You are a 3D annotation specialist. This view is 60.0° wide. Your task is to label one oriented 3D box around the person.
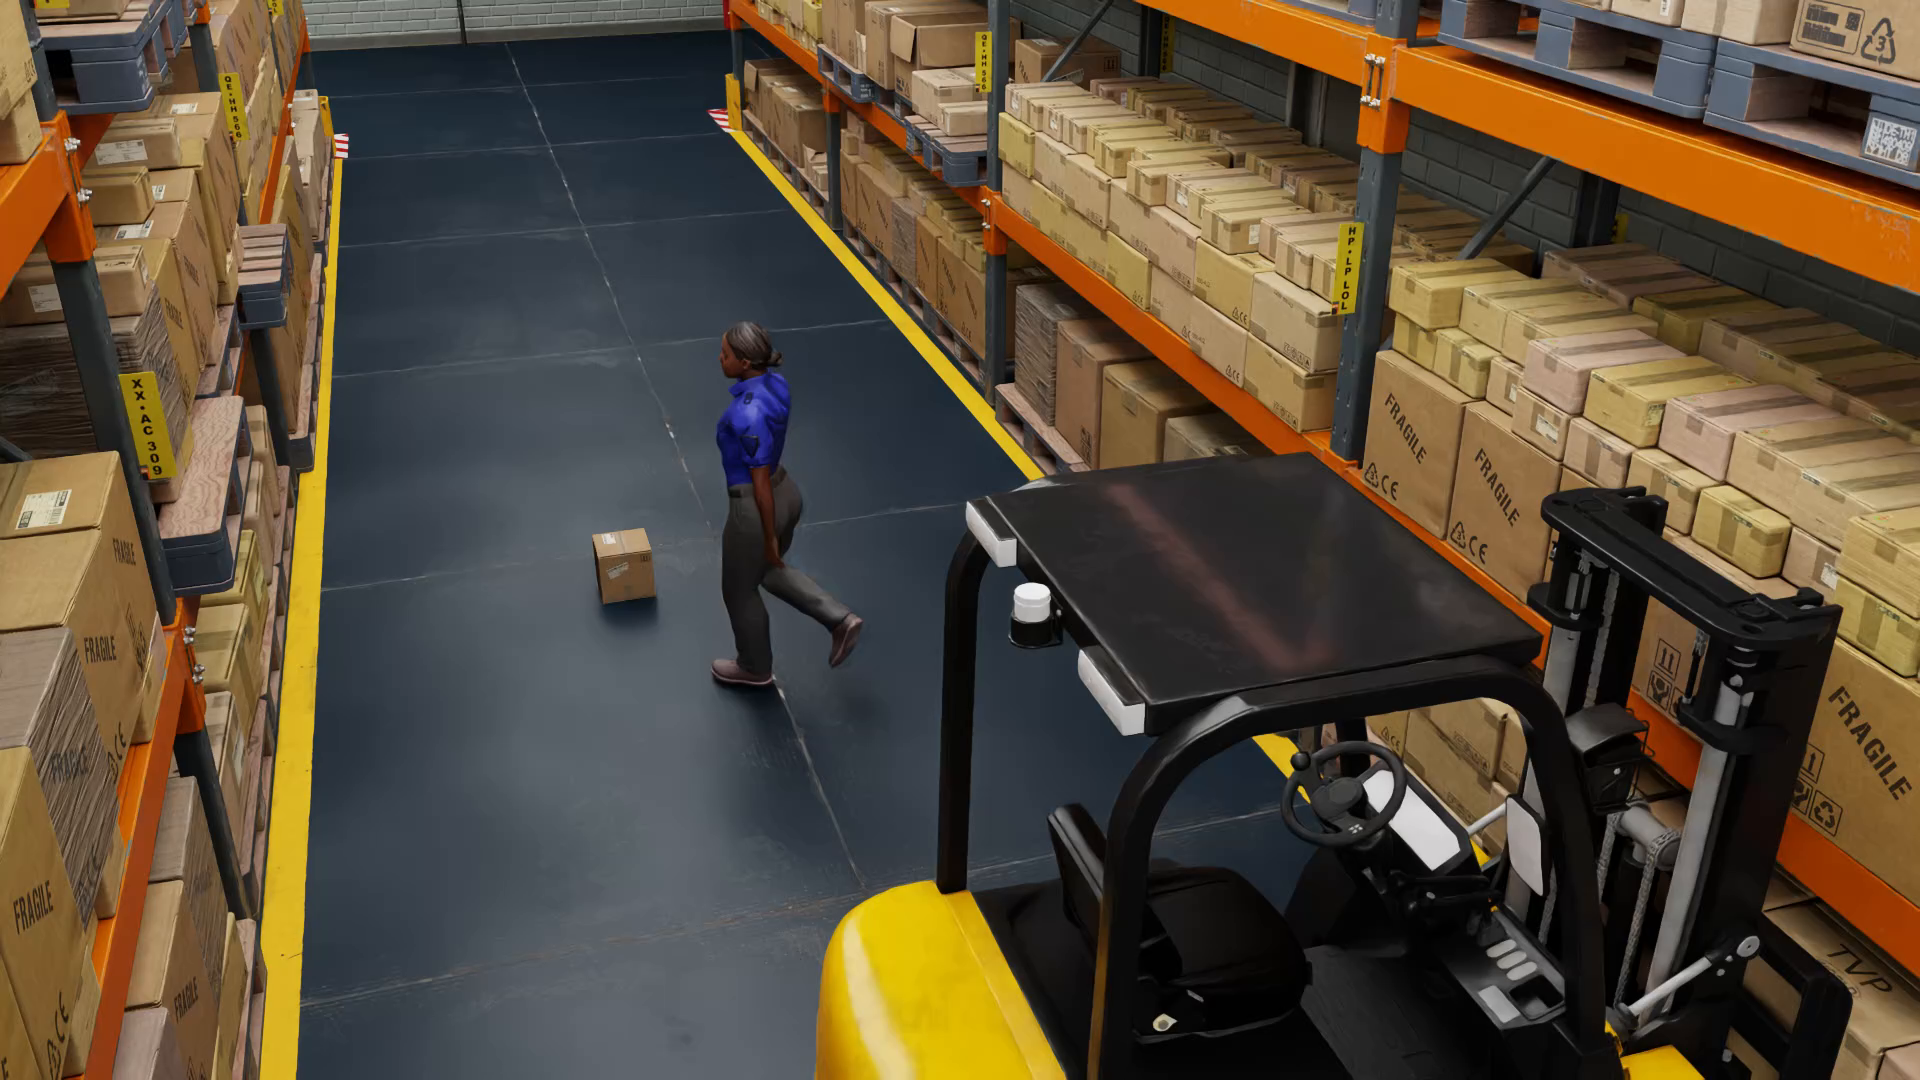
[{"bbox_3d":[-0.756,-0.114,6.811,0.682,1.642,0.458,6,27,13],"label":"person"}]
